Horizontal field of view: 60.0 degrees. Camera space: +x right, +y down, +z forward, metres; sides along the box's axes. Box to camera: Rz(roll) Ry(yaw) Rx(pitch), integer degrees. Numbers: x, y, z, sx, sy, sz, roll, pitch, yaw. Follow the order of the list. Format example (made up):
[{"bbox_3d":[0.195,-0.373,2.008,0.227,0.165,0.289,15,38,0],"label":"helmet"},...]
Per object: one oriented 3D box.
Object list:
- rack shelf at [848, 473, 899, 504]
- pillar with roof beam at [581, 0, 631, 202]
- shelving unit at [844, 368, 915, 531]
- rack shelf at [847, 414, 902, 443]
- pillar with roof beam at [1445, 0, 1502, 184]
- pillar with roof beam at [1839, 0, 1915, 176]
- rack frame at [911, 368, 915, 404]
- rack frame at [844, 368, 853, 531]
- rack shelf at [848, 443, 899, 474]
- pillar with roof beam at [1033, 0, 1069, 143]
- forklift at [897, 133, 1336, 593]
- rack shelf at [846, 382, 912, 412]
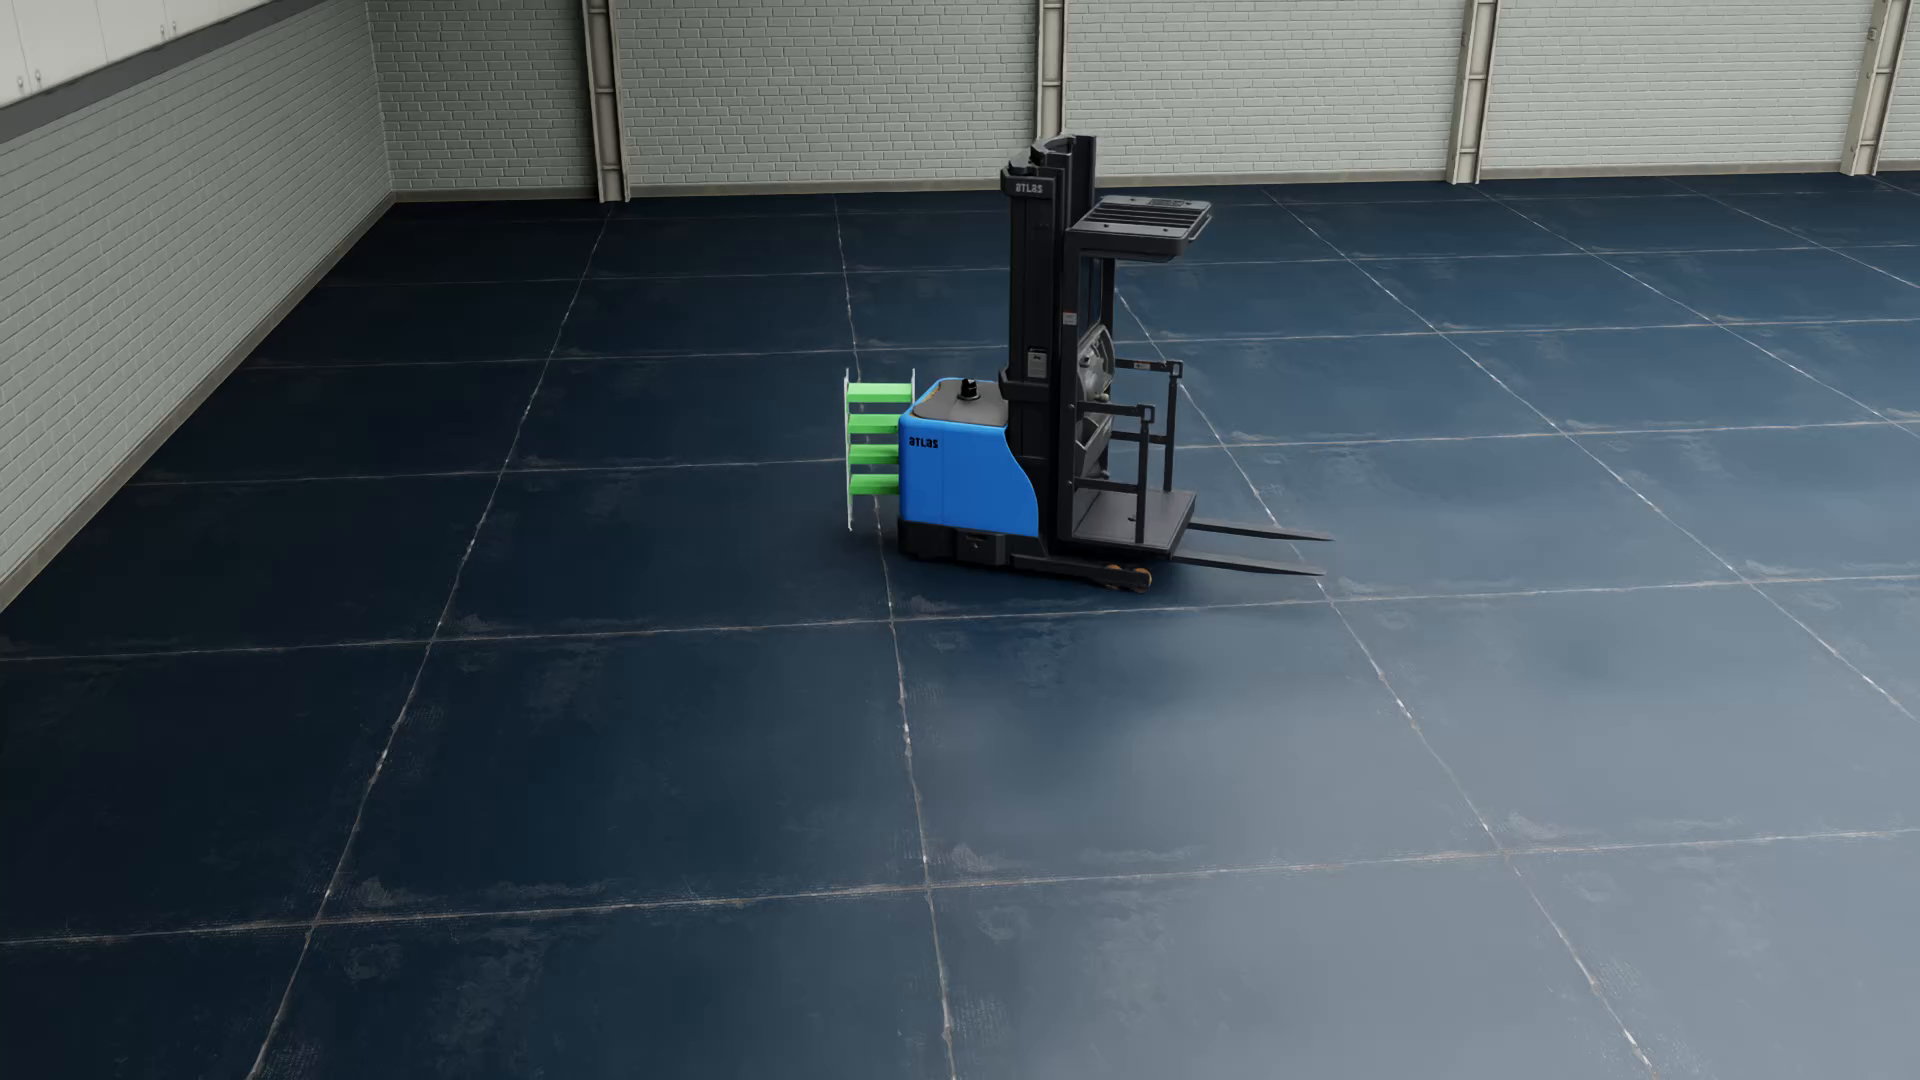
[{"bbox_3d":[-0.585,-0.388,12.454,0.480,0.148,0.258,0,24,1],"label":"rack shelf"},{"bbox_3d":[-4.310,-7.043,17.076,0.400,9.000,9.100,-2,24,-5],"label":"pillar with roof beam"},{"bbox_3d":[-0.585,-0.666,12.330,0.503,1.200,0.258,0,24,1],"label":"shelving unit"},{"bbox_3d":[-0.585,-0.826,12.259,0.480,0.148,0.258,0,24,1],"label":"rack shelf"},{"bbox_3d":[7.632,-7.522,18.154,0.400,9.000,9.100,-2,24,-5],"label":"pillar with roof beam"},{"bbox_3d":[13.603,-7.761,18.693,0.400,9.000,9.100,-2,24,-5],"label":"pillar with roof beam"},{"bbox_3d":[-0.341,-0.664,12.328,0.015,1.200,0.240,0,24,1],"label":"rack frame"},{"bbox_3d":[-0.829,-0.667,12.333,0.015,1.200,0.240,0,24,1],"label":"rack frame"},{"bbox_3d":[-0.585,-0.607,12.356,0.480,0.148,0.258,0,24,1],"label":"rack shelf"},{"bbox_3d":[1.661,-7.282,17.615,0.400,9.000,9.100,-2,24,-5],"label":"pillar with roof beam"},{"bbox_3d":[1.126,-1.218,11.442,3.031,2.935,1.130,7,25,16],"label":"forklift"},{"bbox_3d":[-0.585,-1.046,12.161,0.480,0.148,0.258,0,24,1],"label":"rack shelf"}]
